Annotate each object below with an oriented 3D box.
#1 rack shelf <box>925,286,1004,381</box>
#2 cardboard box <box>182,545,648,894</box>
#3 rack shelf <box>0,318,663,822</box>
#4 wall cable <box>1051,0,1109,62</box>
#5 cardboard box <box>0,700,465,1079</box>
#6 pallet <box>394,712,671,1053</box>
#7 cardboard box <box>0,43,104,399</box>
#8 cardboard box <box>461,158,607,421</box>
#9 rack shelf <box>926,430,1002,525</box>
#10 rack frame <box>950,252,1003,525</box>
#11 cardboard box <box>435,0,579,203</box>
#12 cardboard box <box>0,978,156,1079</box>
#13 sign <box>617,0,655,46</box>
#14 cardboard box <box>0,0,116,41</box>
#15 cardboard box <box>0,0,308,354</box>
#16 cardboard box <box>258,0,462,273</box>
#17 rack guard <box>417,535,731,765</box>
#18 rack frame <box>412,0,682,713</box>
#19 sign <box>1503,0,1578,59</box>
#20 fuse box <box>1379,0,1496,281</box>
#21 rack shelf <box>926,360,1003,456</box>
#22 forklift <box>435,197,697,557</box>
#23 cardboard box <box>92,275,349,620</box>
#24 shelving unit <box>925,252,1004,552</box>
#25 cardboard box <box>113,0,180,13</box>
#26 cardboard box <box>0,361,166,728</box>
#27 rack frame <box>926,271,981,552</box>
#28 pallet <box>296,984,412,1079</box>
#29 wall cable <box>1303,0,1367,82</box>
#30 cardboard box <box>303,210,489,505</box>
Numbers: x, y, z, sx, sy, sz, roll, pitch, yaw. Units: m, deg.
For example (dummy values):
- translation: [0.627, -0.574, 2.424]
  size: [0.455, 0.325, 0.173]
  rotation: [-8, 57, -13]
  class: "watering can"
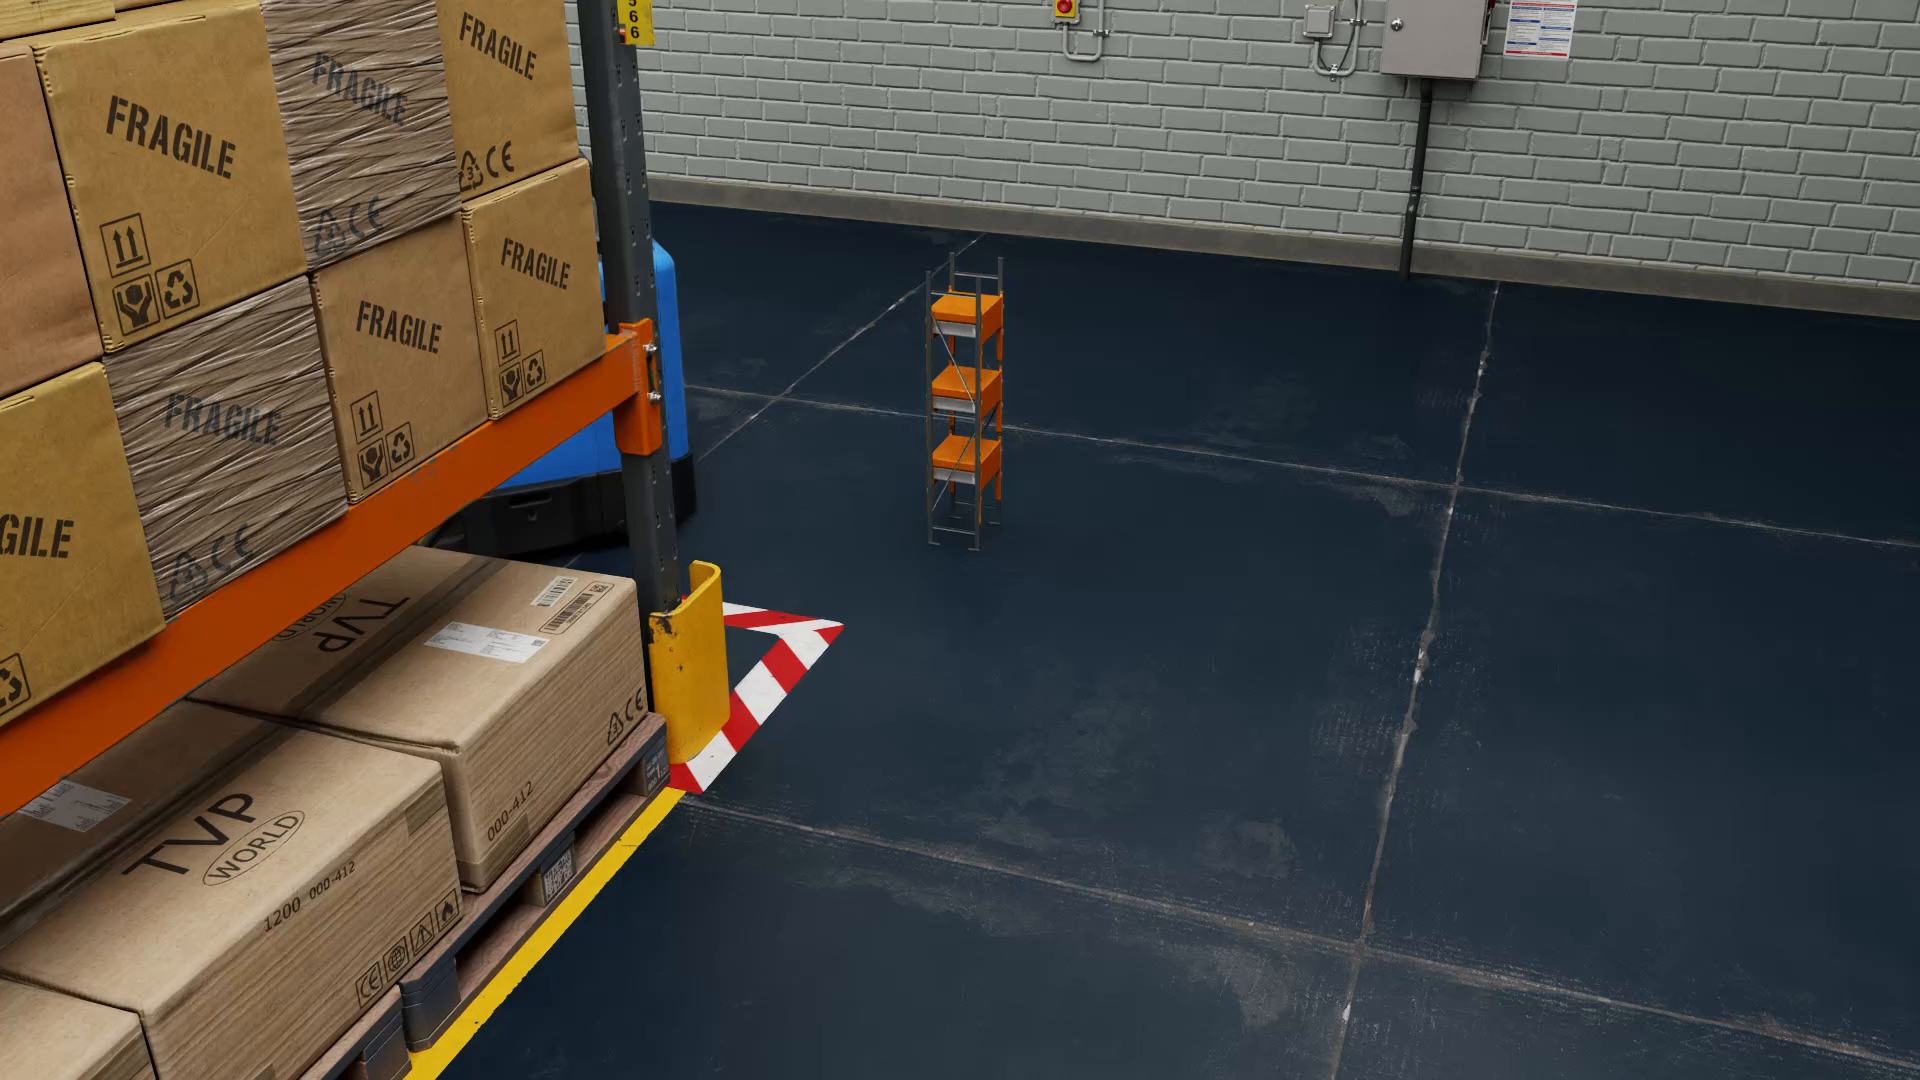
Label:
- translation: [0.018, -0.740, 5.948]
  size: [0.215, 0.259, 0.240]
  rotation: [9, 27, 17]
  class: "rack shelf"
- translation: [-1.431, 0.423, 4.392]
  size: [0.875, 0.438, 0.875]
  rotation: [8, 27, 16]
  class: "cardboard box"
- translation: [-1.972, 0.319, 2.975]
  size: [1.077, 0.370, 4.000]
  rotation: [9, 27, 17]
  class: "rack shelf"
- translation: [0.548, -3.619, 9.080]
  size: [0.585, 1.953, 0.123]
  rotation: [9, 27, 17]
  class: "wall cable"
- translation: [-1.728, 0.800, 3.613]
  size: [0.875, 0.438, 0.875]
  rotation: [9, 27, 19]
  class: "cardboard box"
- translation: [-1.498, 0.768, 4.421]
  size: [1.003, 0.211, 1.213]
  rotation: [9, 27, 17]
  class: "pallet"
- translation: [-1.725, -0.461, 2.498]
  size: [0.500, 0.500, 0.500]
  rotation: [9, 27, 17]
  class: "cardboard box"
- translation: [-1.217, -0.635, 4.005]
  size: [0.500, 0.500, 0.500]
  rotation: [9, 27, 18]
  class: "cardboard box"
- translation: [0.018, -0.235, 6.192]
  size: [0.215, 0.259, 0.240]
  rotation: [9, 27, 17]
  class: "rack shelf"
- translation: [0.058, -0.545, 6.170]
  size: [0.200, 1.050, 0.008]
  rotation: [9, 27, 17]
  class: "rack frame"
- translation: [-1.242, -1.089, 3.795]
  size: [0.500, 0.500, 0.500]
  rotation: [10, 27, 19]
  class: "cardboard box"
- translation: [-2.030, 1.171, 2.848]
  size: [0.875, 0.438, 0.875]
  rotation: [8, 27, 16]
  class: "cardboard box"
- translation: [-0.799, -1.370, 4.037]
  size: [0.100, 0.325, 0.005]
  rotation: [9, 27, 17]
  class: "sign"
- translation: [-1.610, -0.905, 2.670]
  size: [0.380, 0.149, 0.250]
  rotation: [9, 27, 19]
  class: "cardboard box"
- translation: [-1.556, -0.667, 2.924]
  size: [0.500, 0.500, 0.500]
  rotation: [9, 27, 17]
  class: "cardboard box"
- translation: [-1.388, -0.870, 3.343]
  size: [0.500, 0.500, 0.500]
  rotation: [9, 27, 18]
  class: "cardboard box"
- translation: [-1.298, 0.288, 5.081]
  size: [1.175, 0.500, 0.348]
  rotation: [9, 27, 17]
  class: "rack guard"
- translation: [-1.306, -0.827, 4.515]
  size: [1.000, 3.000, 0.127]
  rotation: [9, 27, 17]
  class: "rack frame"
- translation: [3.015, -2.753, 8.604]
  size: [0.329, 0.494, 0.001]
  rotation: [9, 27, 17]
  class: "sign"
- translation: [2.481, -2.203, 8.836]
  size: [0.539, 1.711, 0.414]
  rotation: [9, 27, 17]
  class: "fuse box"
- translation: [0.018, -0.485, 6.071]
  size: [0.215, 0.259, 0.240]
  rotation: [9, 27, 17]
  class: "rack shelf"
- translation: [-2.563, -1.282, 5.534]
  size: [3.031, 2.935, 1.130]
  rotation: [-11, 28, -22]
  class: "forklift"
- translation: [-1.560, -0.218, 3.144]
  size: [0.500, 0.500, 0.500]
  rotation: [10, 27, 19]
  class: "cardboard box"
- translation: [0.018, -0.495, 6.067]
  size: [0.215, 1.050, 0.252]
  rotation: [9, 27, 17]
  class: "shelving unit"
- translation: [-1.581, -1.016, 2.901]
  size: [0.380, 0.149, 0.250]
  rotation: [8, 27, 17]
  class: "cardboard box"
- translation: [-1.720, -0.004, 2.702]
  size: [0.500, 0.500, 0.500]
  rotation: [10, 27, 19]
  class: "cardboard box"
- translation: [-0.023, -0.444, 5.963]
  size: [0.200, 1.050, 0.008]
  rotation: [9, 27, 17]
  class: "rack frame"
- translation: [-1.906, 1.268, 3.389]
  size: [1.003, 0.211, 1.213]
  rotation: [9, 27, 17]
  class: "pallet"
- translation: [1.890, -3.404, 8.672]
  size: [0.588, 1.984, 0.122]
  rotation: [9, 27, 17]
  class: "wall cable"
- translation: [-1.398, -0.431, 3.583]
  size: [0.500, 0.500, 0.500]
  rotation: [8, 27, 16]
  class: "cardboard box"
